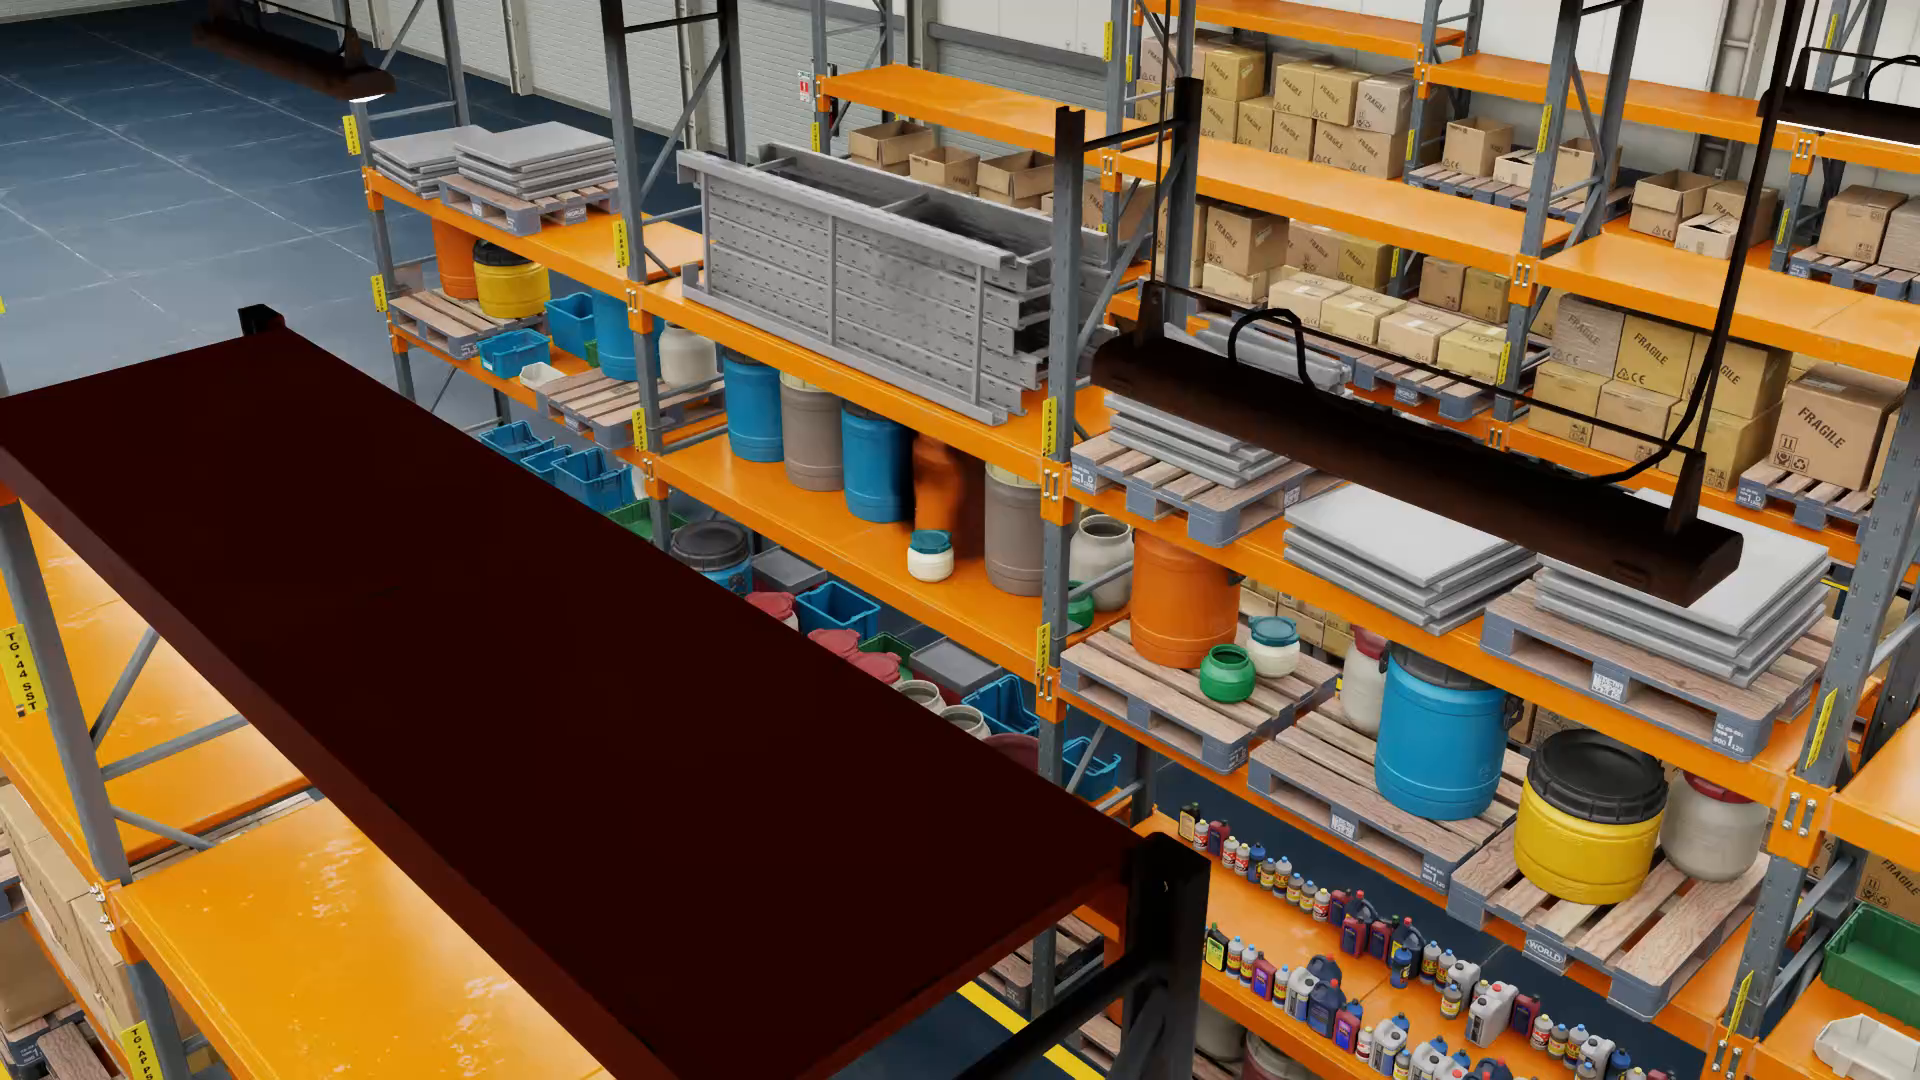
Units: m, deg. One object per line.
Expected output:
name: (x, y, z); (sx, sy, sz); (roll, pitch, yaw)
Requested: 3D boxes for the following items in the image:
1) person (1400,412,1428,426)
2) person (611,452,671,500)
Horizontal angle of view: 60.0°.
person: (4.248, -0.418, 15.800); (0.877, 1.763, 0.692); (25, 37, 39)
person: (-3.367, -1.102, 17.013); (0.514, 1.765, 0.673); (14, 31, 24)
